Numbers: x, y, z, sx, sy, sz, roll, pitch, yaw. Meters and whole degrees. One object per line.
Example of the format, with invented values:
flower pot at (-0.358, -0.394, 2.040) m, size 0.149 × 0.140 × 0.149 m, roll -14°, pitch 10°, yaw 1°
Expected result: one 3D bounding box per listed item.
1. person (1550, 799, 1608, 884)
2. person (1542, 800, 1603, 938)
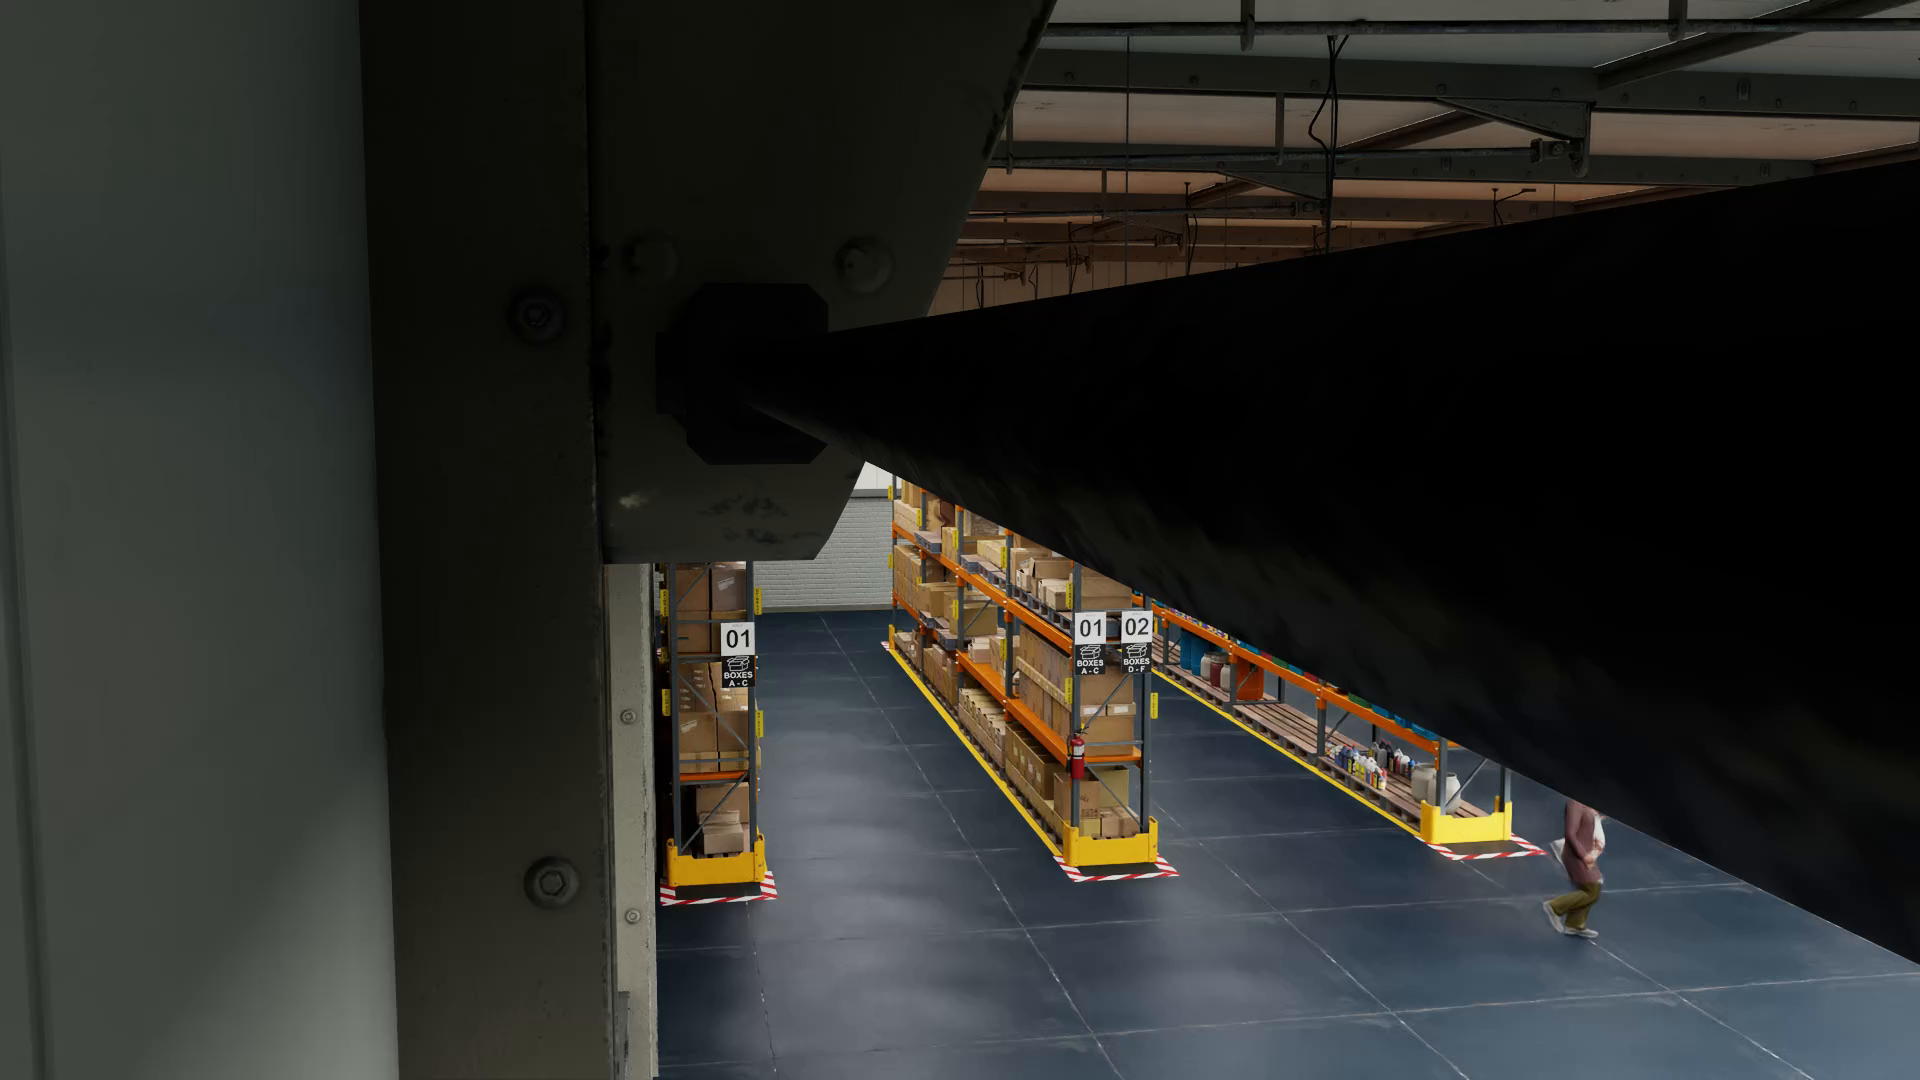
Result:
person at (7.555, 3.285, 20.283) m, size 0.663 × 1.776 × 0.680 m, roll 3°, pitch 7°, yaw 23°
person at (6.755, 3.494, 18.301) m, size 0.635 × 1.750 × 0.731 m, roll 2°, pitch 6°, yaw 15°
